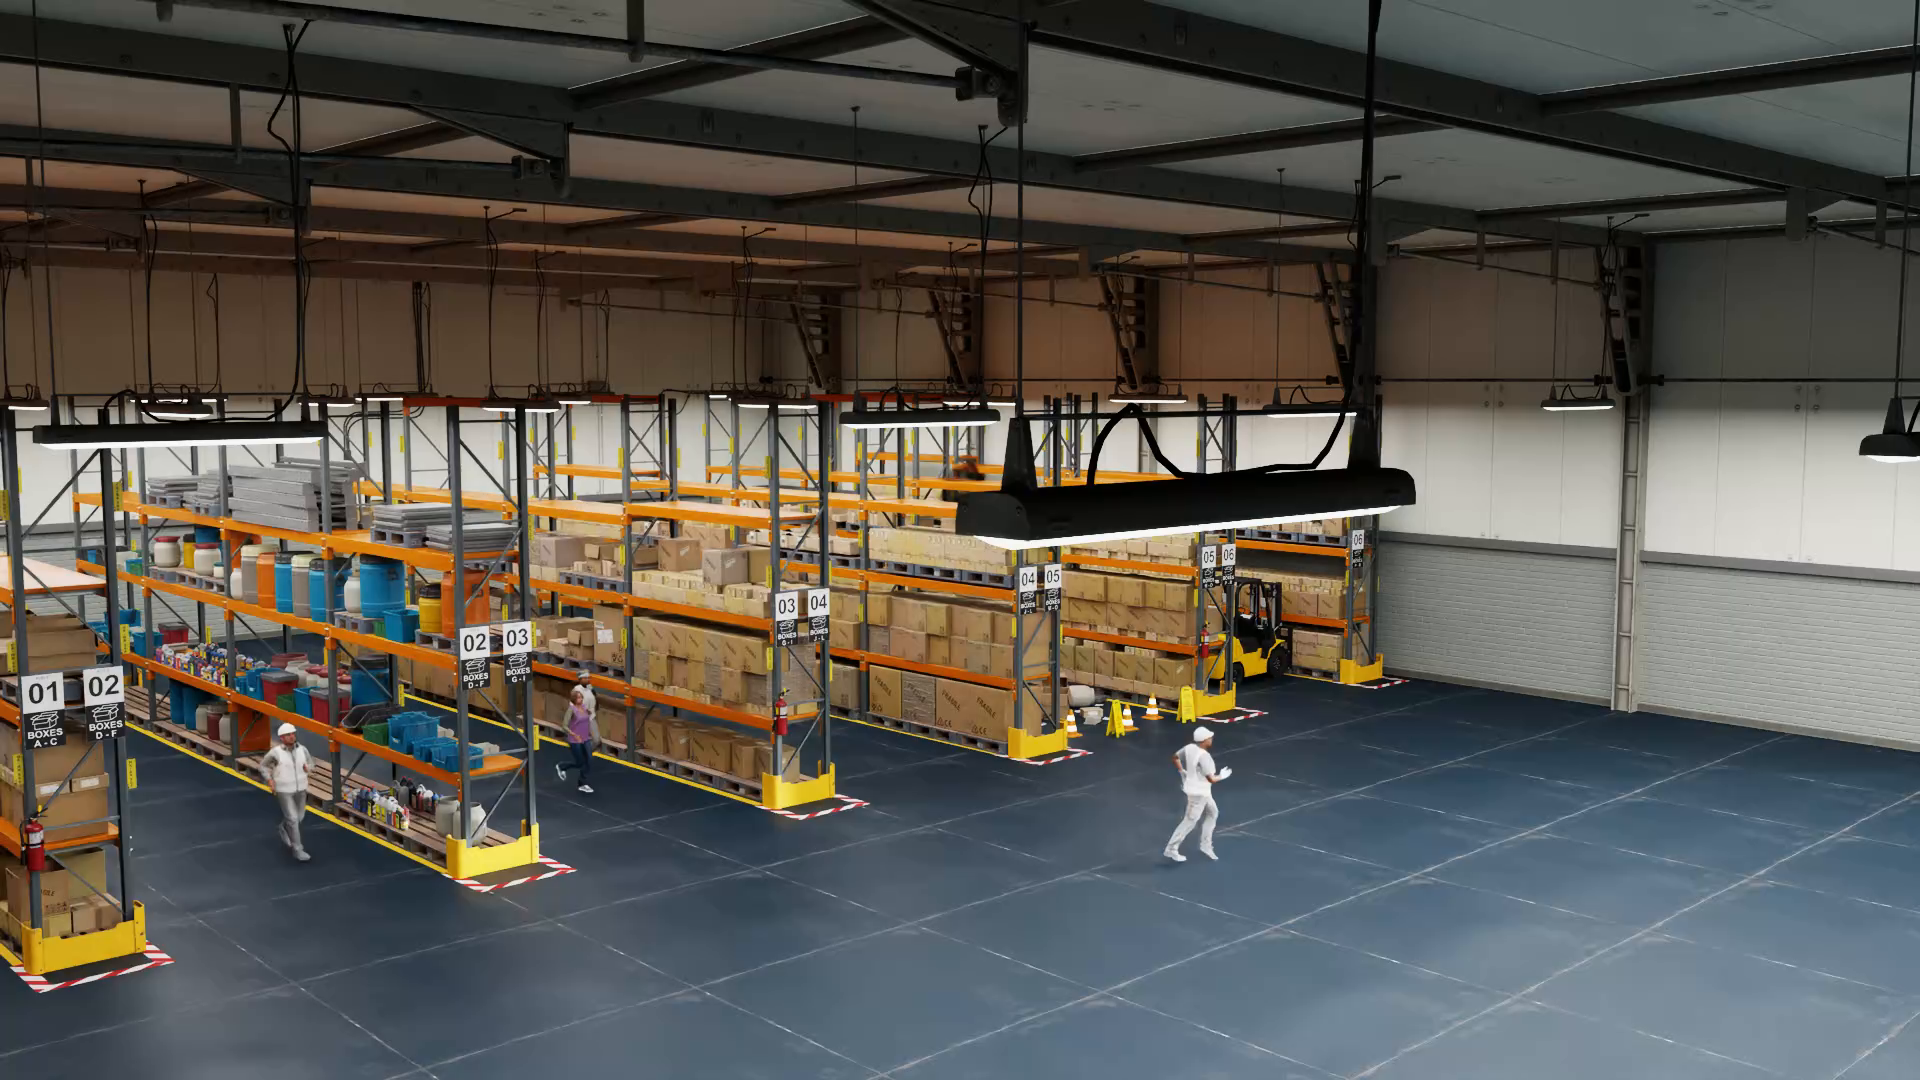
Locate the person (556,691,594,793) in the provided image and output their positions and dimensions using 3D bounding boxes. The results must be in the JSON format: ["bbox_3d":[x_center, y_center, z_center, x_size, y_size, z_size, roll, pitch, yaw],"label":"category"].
[{"bbox_3d":[-5.912,3.088,25.601,0.657,1.567,0.543,3,6,28],"label":"person"}]

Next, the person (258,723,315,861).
[{"bbox_3d":[-8.875,3.301,22.038,0.968,1.752,0.659,5,7,39],"label":"person"}]

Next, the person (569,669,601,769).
[{"bbox_3d":[-6.027,2.905,26.869,0.611,1.666,0.563,5,8,44],"label":"person"}]

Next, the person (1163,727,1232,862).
[{"bbox_3d":[3.083,3.343,21.766,0.916,1.824,0.694,-1,6,-8],"label":"person"}]
